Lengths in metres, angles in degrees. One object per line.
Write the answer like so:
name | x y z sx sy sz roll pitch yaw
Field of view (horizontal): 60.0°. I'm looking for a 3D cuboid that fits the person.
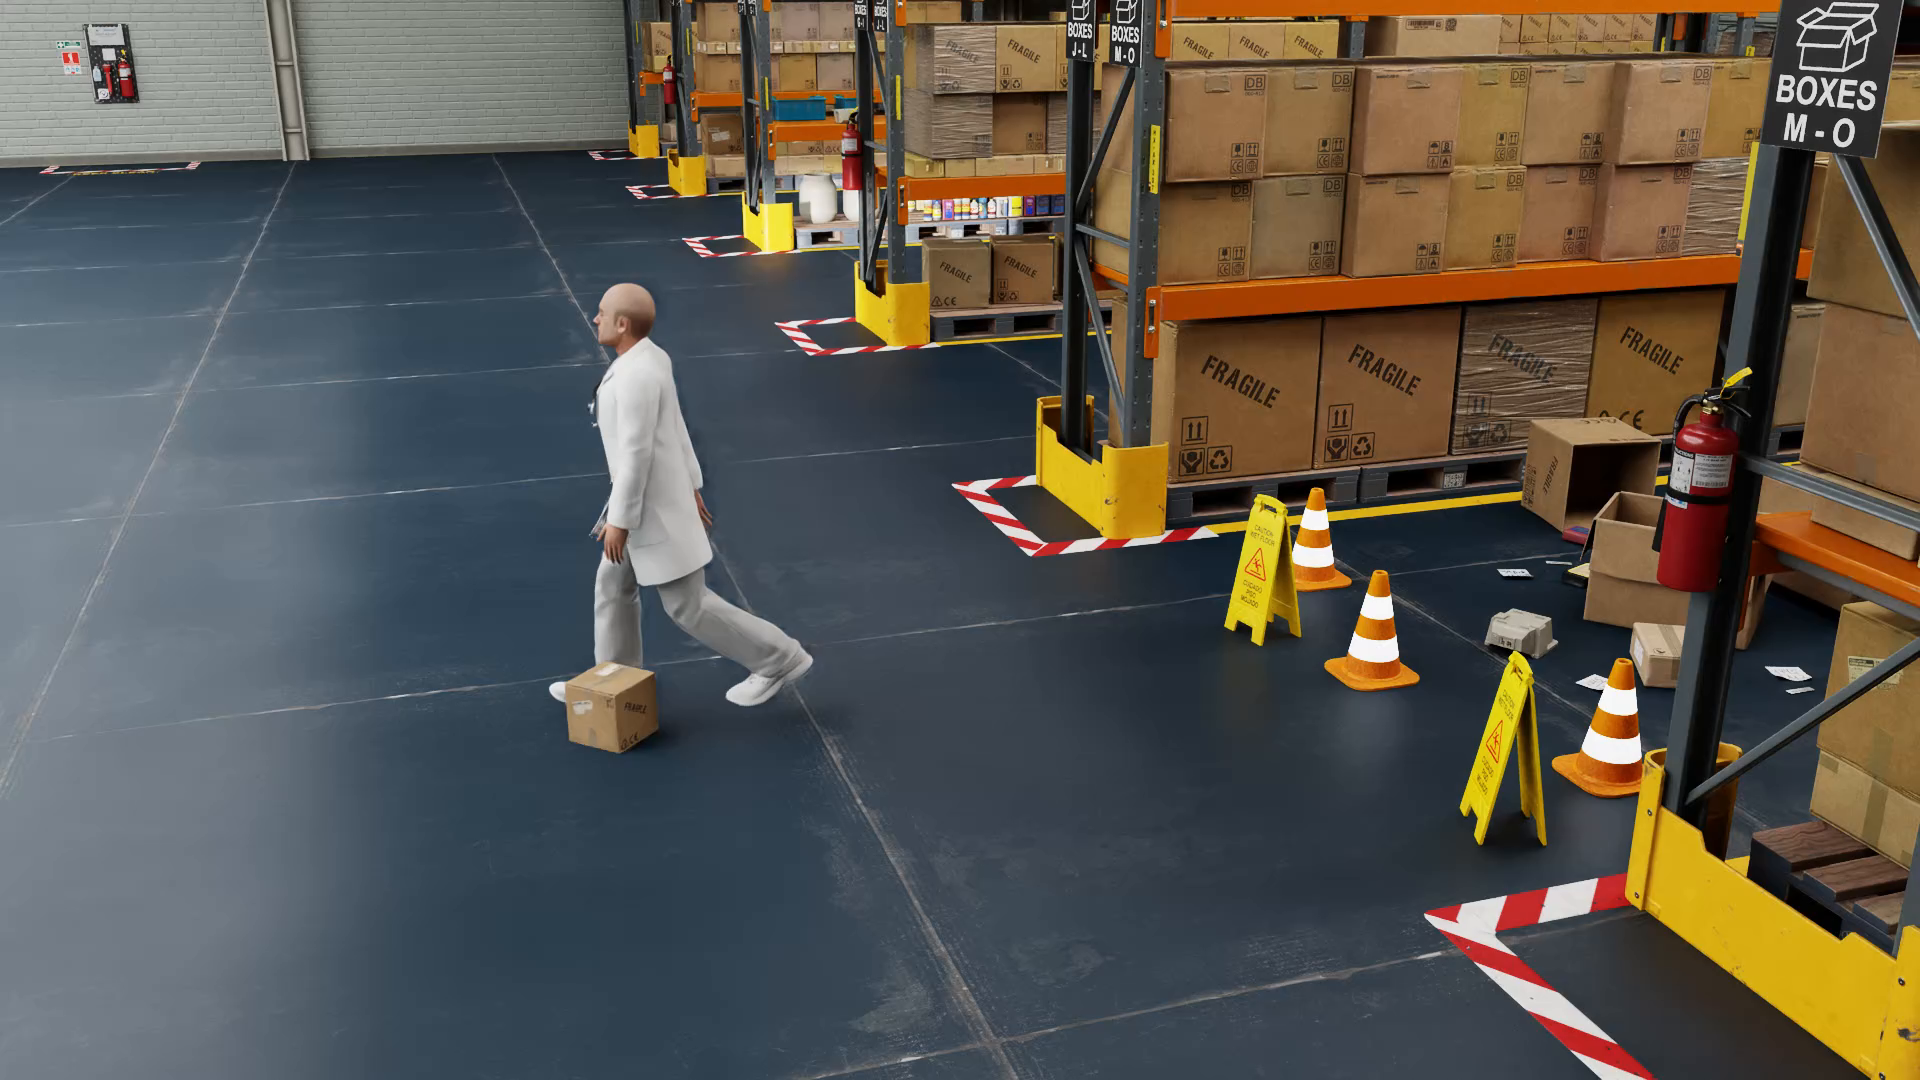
person | -1.127 -0.132 6.482 1.058 1.744 0.554 -3 19 -10
